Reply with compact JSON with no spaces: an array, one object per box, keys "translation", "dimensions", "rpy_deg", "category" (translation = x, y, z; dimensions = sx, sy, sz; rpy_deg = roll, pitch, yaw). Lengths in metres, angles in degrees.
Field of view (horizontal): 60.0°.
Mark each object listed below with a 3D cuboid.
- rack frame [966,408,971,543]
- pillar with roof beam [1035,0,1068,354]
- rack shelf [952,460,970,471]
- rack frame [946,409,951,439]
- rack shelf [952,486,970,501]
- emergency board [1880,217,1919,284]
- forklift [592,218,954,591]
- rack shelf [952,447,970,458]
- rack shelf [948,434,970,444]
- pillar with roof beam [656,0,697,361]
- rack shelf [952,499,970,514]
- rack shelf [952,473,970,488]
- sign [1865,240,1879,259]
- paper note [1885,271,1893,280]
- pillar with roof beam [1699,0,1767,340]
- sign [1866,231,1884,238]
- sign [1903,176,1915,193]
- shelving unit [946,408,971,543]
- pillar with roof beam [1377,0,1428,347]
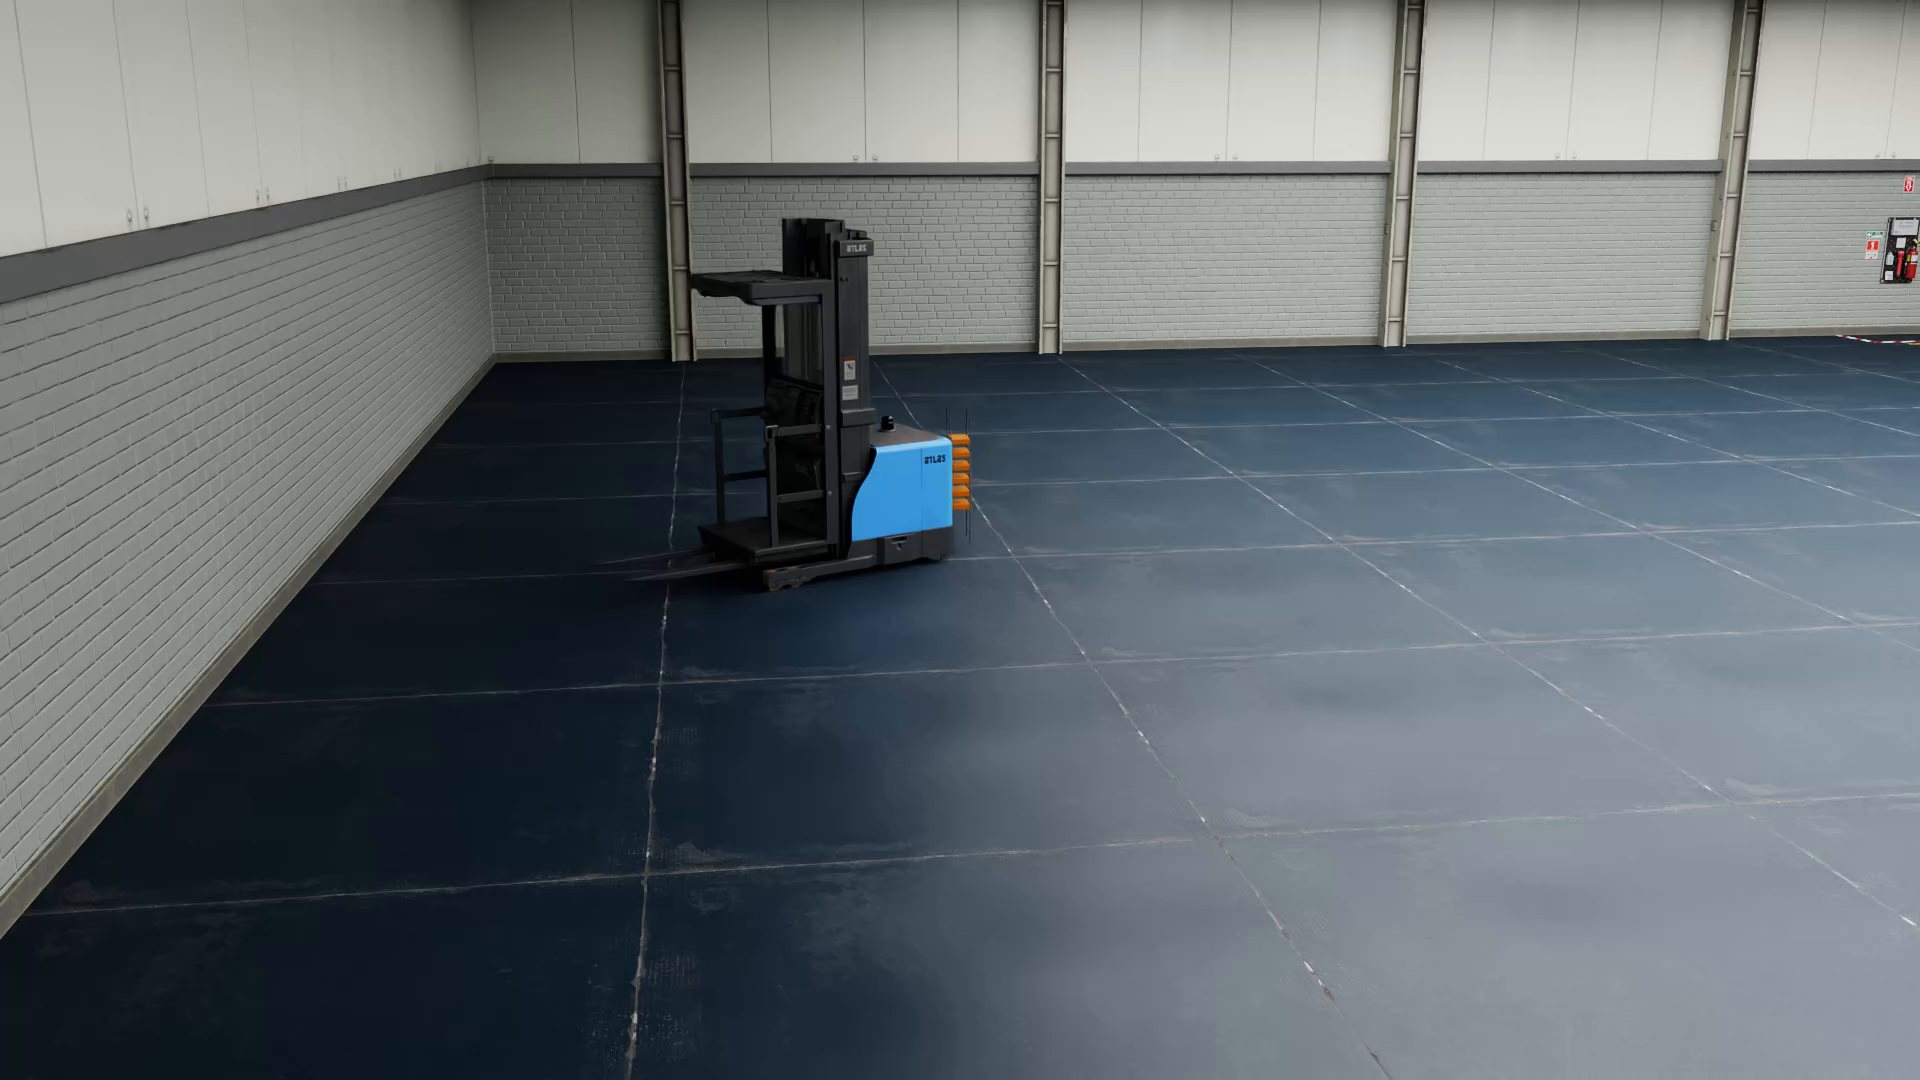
[{"translation":[0.076,-0.585,15.115],"dimensions":[0.006,1.200,0.240],"rpy_deg":[-2,14,-8],"category":"rack frame"},{"translation":[2.122,-6.458,22.500],"dimensions":[0.400,9.000,9.100],"rpy_deg":[-2,14,-8],"category":"pillar with roof beam"},{"translation":[-0.014,-0.655,15.084],"dimensions":[0.180,0.103,0.258],"rpy_deg":[-2,14,-8],"category":"rack shelf"},{"translation":[-0.105,-0.578,15.089],"dimensions":[0.006,1.200,0.240],"rpy_deg":[-2,14,-8],"category":"rack frame"},{"translation":[-0.014,-0.422,15.142],"dimensions":[0.180,0.103,0.258],"rpy_deg":[-2,14,-8],"category":"rack shelf"},{"translation":[16.831,-5.155,29.639],"dimensions":[0.643,1.169,0.194],"rpy_deg":[-2,14,-8],"category":"emergency board"},{"translation":[-1.566,-1.154,13.826],"dimensions":[3.031,2.935,1.130],"rpy_deg":[-9,17,-32],"category":"forklift"},{"translation":[-0.014,-0.771,15.054],"dimensions":[0.180,0.103,0.258],"rpy_deg":[-2,14,-8],"category":"rack shelf"},{"translation":[-0.014,-0.888,15.025],"dimensions":[0.180,0.103,0.258],"rpy_deg":[-2,14,-8],"category":"rack shelf"},{"translation":[-3.811,-6.240,21.633],"dimensions":[0.400,9.000,9.100],"rpy_deg":[-2,14,-8],"category":"pillar with roof beam"},{"translation":[-0.014,-0.306,15.171],"dimensions":[0.180,0.103,0.258],"rpy_deg":[-2,14,-8],"category":"rack shelf"},{"translation":[-0.014,-0.538,15.113],"dimensions":[0.180,0.103,0.258],"rpy_deg":[-2,14,-8],"category":"rack shelf"},{"translation":[16.268,-5.177,29.654],"dimensions":[0.234,0.329,0.001],"rpy_deg":[-2,14,-8],"category":"sign"},{"translation":[16.645,-4.738,29.787],"dimensions":[0.142,0.148,0.016],"rpy_deg":[-2,14,-8],"category":"paper note"},{"translation":[13.988,-6.892,24.234],"dimensions":[0.400,9.000,9.100],"rpy_deg":[-2,14,-8],"category":"pillar with roof beam"},{"translation":[16.274,-5.432,29.582],"dimensions":[0.331,0.109,0.001],"rpy_deg":[-2,14,-8],"category":"sign"},{"translation":[16.808,-6.303,29.452],"dimensions":[0.199,0.298,0.001],"rpy_deg":[-2,14,-8],"category":"sign"},{"translation":[-0.014,-0.581,15.102],"dimensions":[0.189,1.200,0.258],"rpy_deg":[-2,14,-8],"category":"shelving unit"},{"translation":[8.055,-6.675,23.367],"dimensions":[0.400,9.000,9.100],"rpy_deg":[-2,14,-8],"category":"pillar with roof beam"}]
